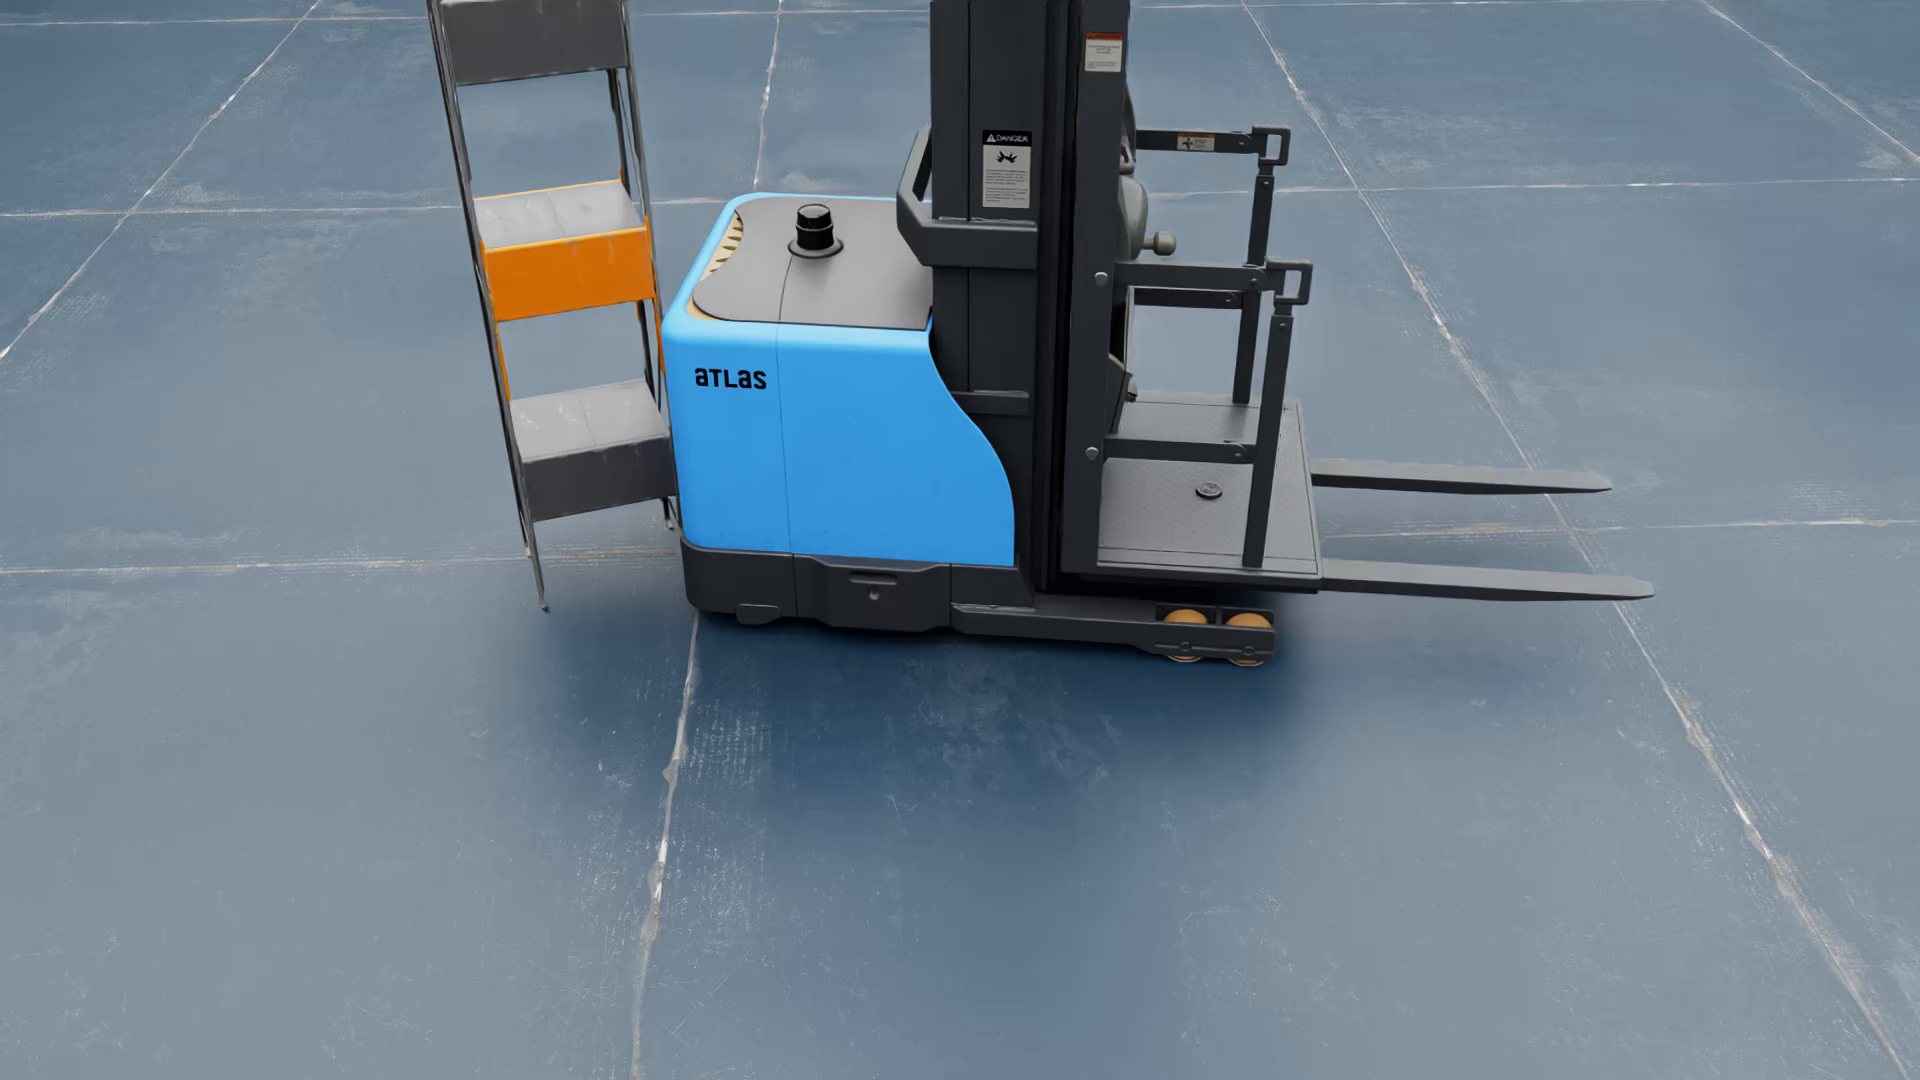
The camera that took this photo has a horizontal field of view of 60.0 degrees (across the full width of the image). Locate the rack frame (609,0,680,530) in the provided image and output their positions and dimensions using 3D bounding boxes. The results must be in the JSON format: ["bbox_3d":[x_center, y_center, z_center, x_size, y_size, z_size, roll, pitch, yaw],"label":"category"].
[{"bbox_3d":[-0.970,-0.843,5.120,0.015,2.100,0.400,-12,36,-16],"label":"rack frame"}]

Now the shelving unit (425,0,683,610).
[{"bbox_3d":[-1.199,-0.795,5.051,0.503,2.100,0.431,-12,36,-16],"label":"shelving unit"}]

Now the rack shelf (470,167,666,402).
[{"bbox_3d":[-1.199,-0.784,5.059,0.480,0.518,0.431,-12,36,-16],"label":"rack shelf"}]

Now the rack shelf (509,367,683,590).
[{"bbox_3d":[-1.198,-0.206,5.455,0.480,0.518,0.431,-12,36,-16],"label":"rack shelf"}]

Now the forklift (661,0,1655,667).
[{"bbox_3d":[0.668,-1.130,4.807,3.031,2.935,1.130,3,35,5],"label":"forklift"}]

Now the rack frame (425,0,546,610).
[{"bbox_3d":[-1.428,-0.747,4.982,0.015,2.100,0.400,-12,36,-16],"label":"rack frame"}]

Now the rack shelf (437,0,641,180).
[{"bbox_3d":[-1.200,-1.361,4.663,0.480,0.518,0.431,-12,36,-16],"label":"rack shelf"}]
